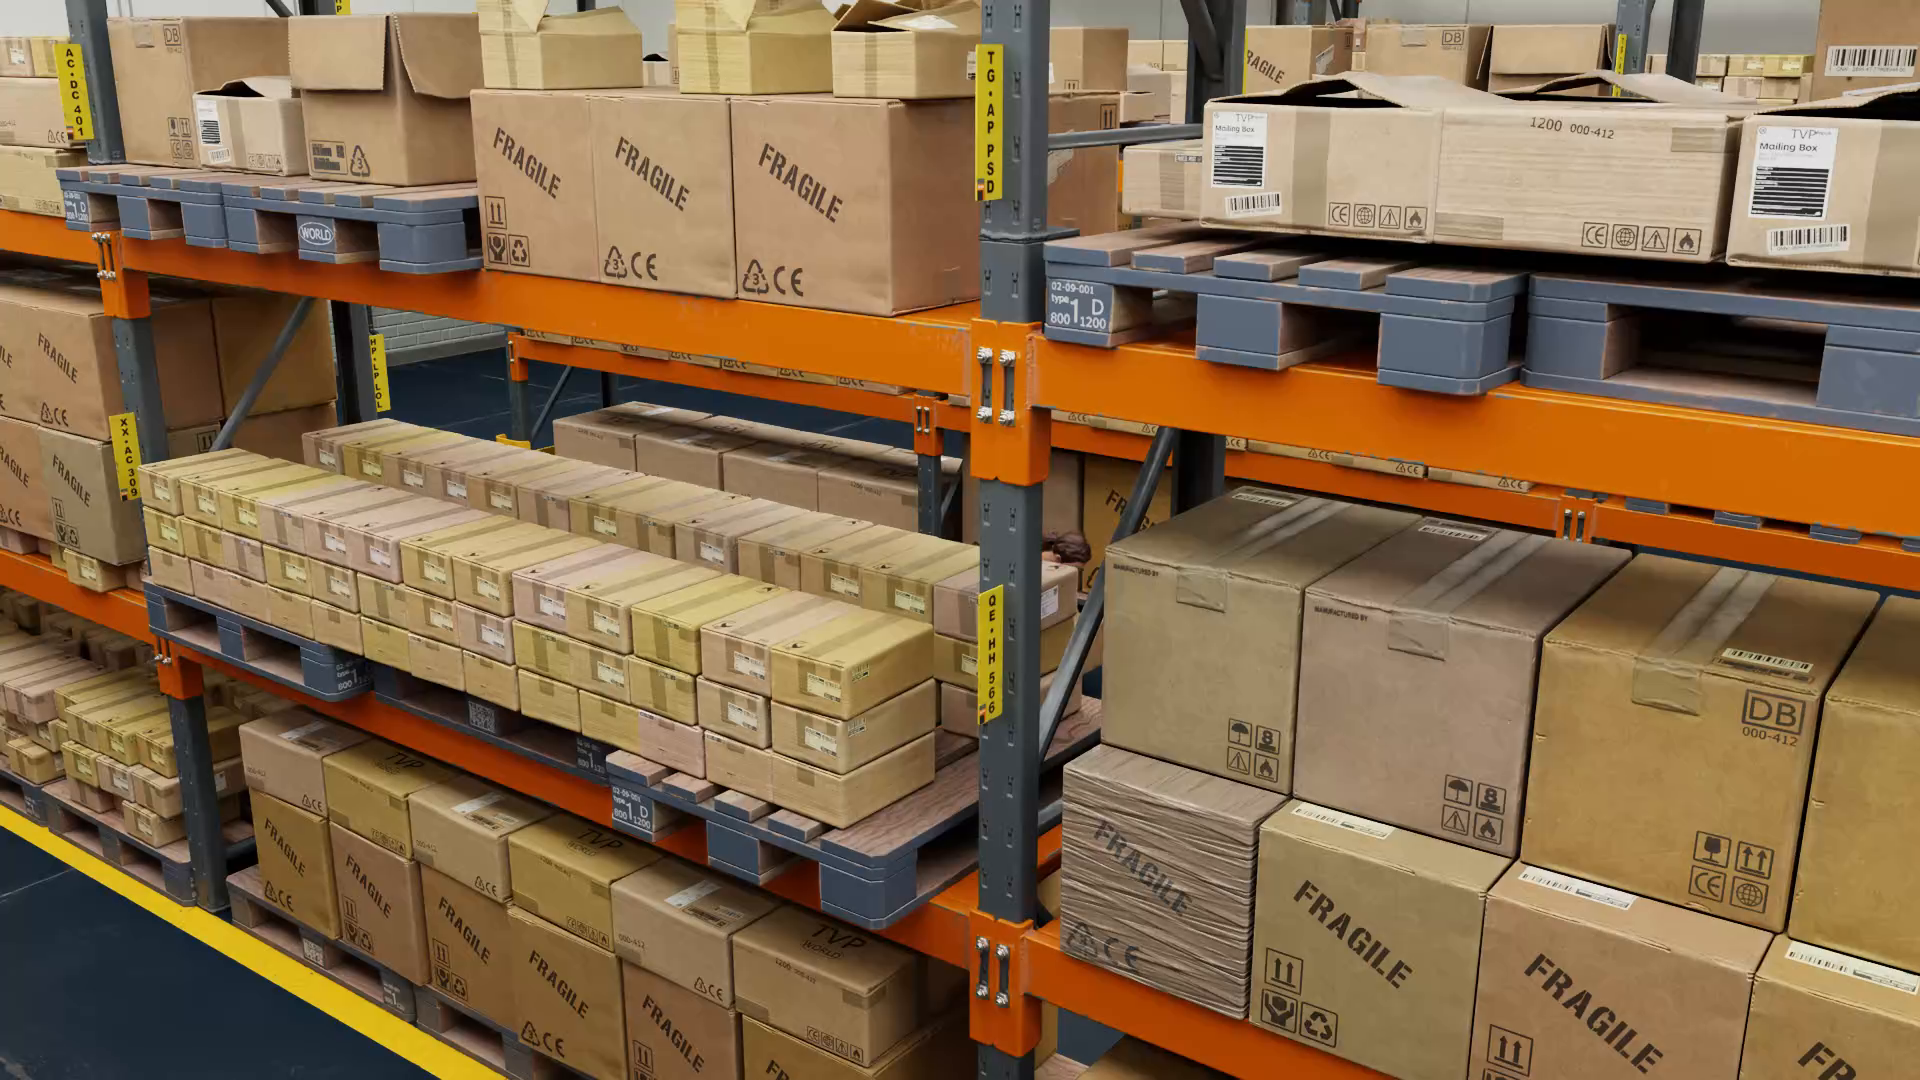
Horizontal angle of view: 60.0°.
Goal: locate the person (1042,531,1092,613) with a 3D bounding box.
[{"bbox_3d":[0.360,0.367,9.127,0.834,0.930,0.459,11,20,33],"label":"person"}]
